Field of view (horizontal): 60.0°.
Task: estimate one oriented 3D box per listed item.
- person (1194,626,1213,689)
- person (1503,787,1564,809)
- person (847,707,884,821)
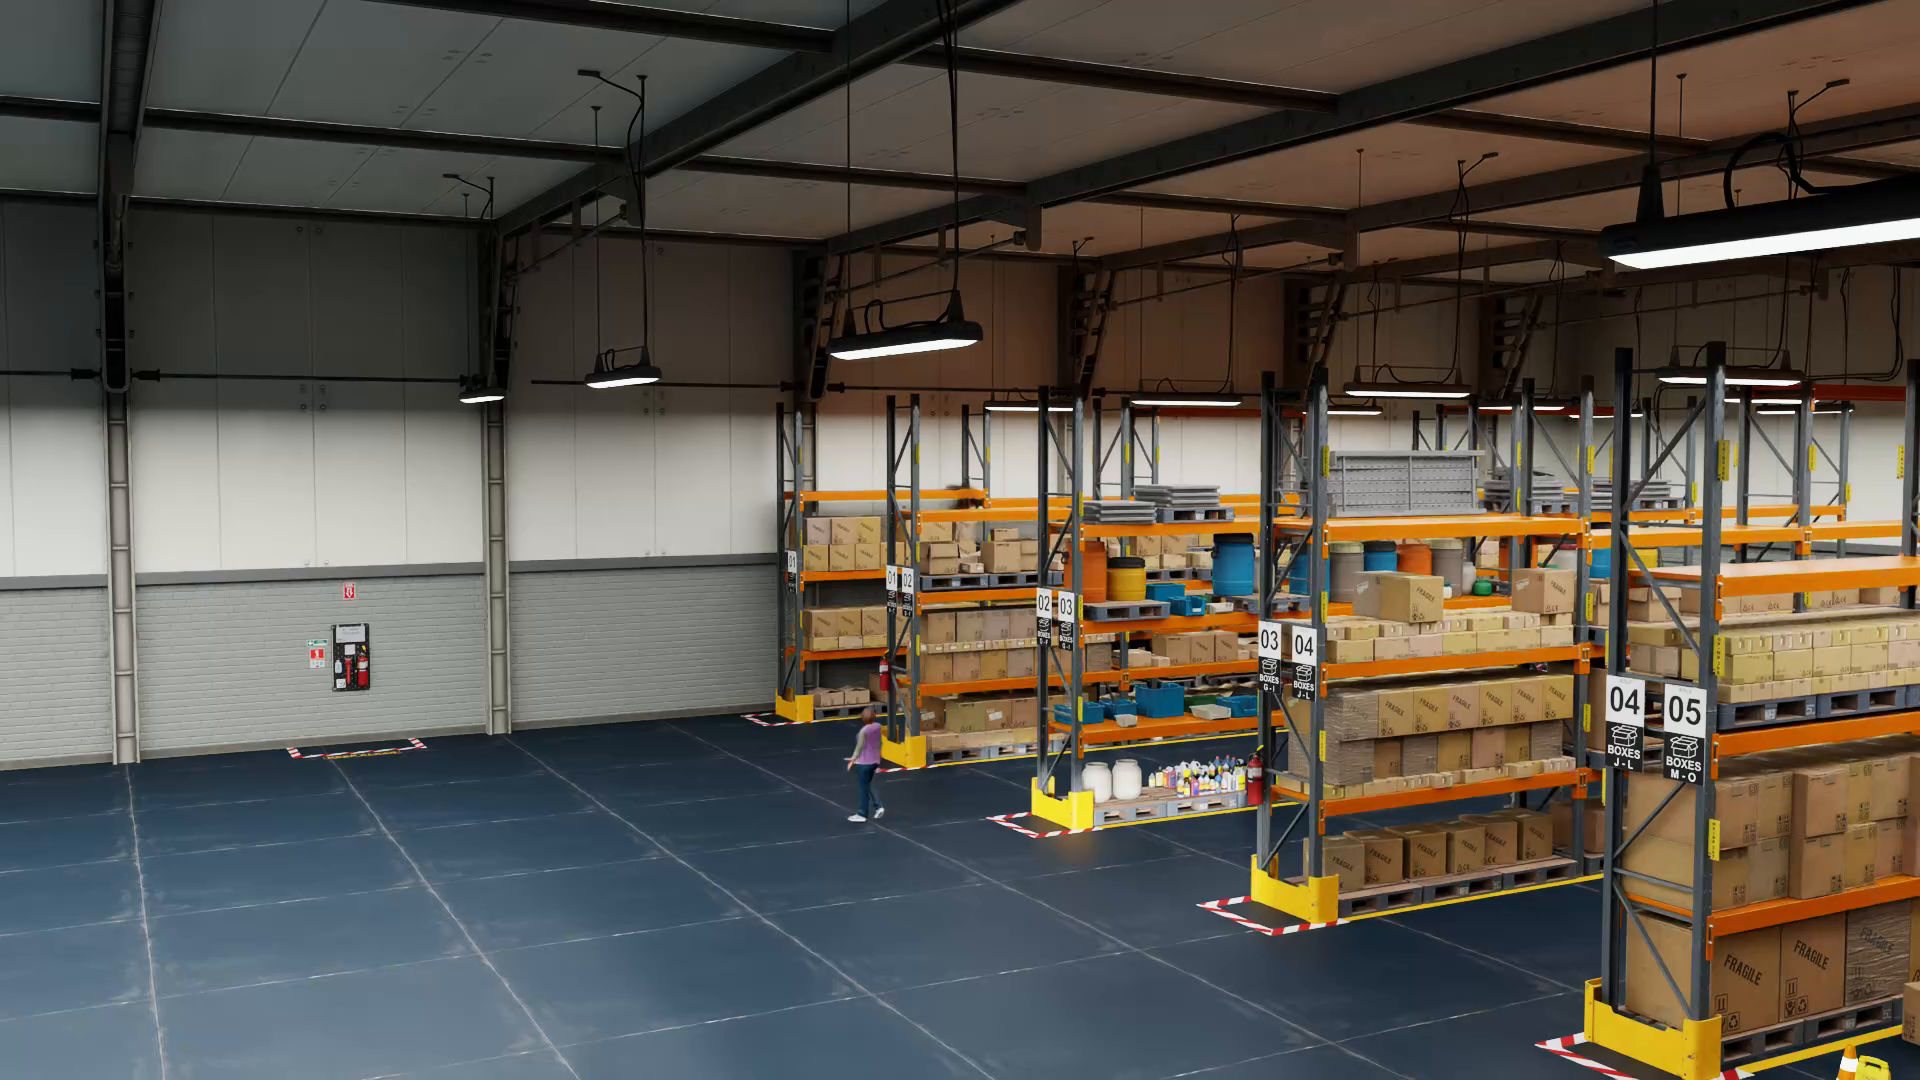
[{"bbox_3d":[4.872,2.424,33.703,0.959,1.641,0.527,-2,4,-34],"label":"person"},{"bbox_3d":[8.163,3.014,23.620,0.932,1.614,0.468,-2,4,-34],"label":"person"},{"bbox_3d":[-1.299,3.072,22.851,0.449,1.594,0.490,2,4,29],"label":"person"}]
